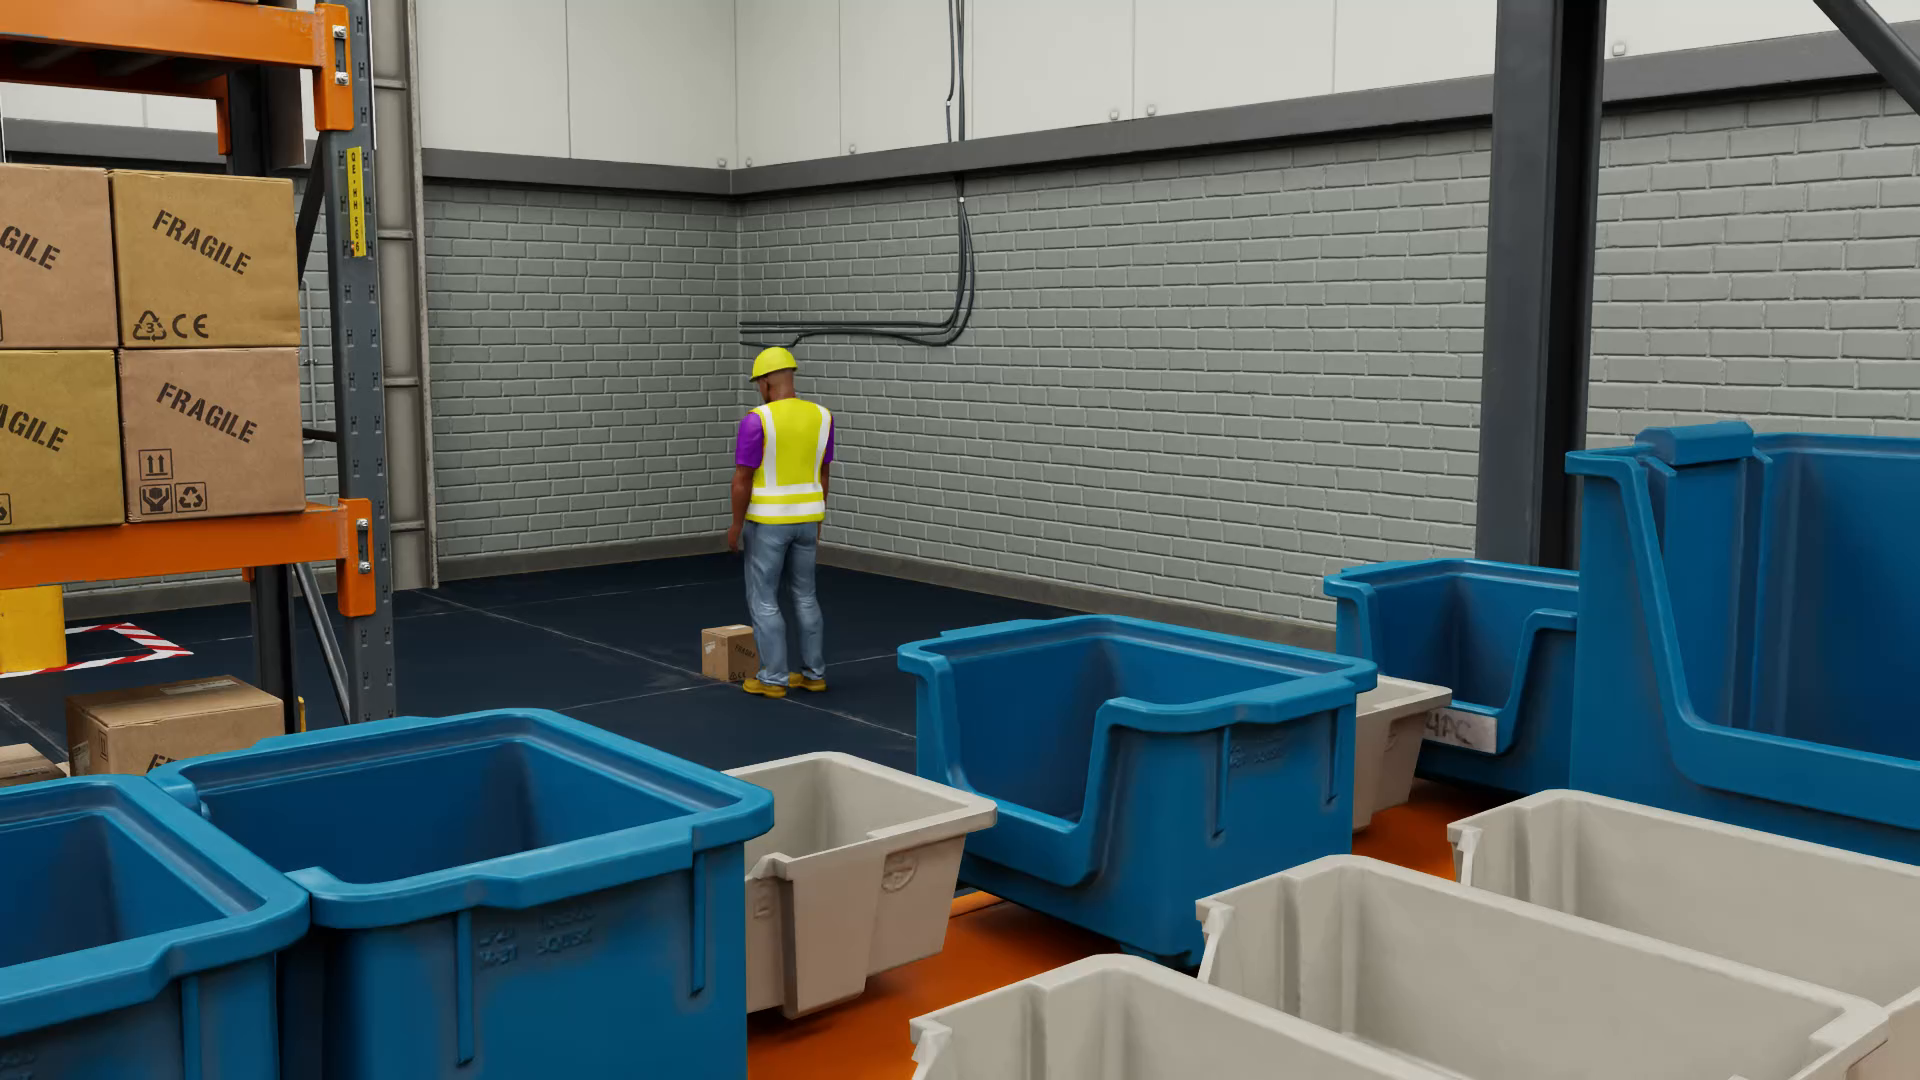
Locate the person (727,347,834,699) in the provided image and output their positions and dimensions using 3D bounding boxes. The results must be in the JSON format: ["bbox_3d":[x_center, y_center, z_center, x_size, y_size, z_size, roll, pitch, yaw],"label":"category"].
[{"bbox_3d":[-0.909,-0.091,8.424,0.568,1.760,0.368,-6,10,-40],"label":"person"}]
